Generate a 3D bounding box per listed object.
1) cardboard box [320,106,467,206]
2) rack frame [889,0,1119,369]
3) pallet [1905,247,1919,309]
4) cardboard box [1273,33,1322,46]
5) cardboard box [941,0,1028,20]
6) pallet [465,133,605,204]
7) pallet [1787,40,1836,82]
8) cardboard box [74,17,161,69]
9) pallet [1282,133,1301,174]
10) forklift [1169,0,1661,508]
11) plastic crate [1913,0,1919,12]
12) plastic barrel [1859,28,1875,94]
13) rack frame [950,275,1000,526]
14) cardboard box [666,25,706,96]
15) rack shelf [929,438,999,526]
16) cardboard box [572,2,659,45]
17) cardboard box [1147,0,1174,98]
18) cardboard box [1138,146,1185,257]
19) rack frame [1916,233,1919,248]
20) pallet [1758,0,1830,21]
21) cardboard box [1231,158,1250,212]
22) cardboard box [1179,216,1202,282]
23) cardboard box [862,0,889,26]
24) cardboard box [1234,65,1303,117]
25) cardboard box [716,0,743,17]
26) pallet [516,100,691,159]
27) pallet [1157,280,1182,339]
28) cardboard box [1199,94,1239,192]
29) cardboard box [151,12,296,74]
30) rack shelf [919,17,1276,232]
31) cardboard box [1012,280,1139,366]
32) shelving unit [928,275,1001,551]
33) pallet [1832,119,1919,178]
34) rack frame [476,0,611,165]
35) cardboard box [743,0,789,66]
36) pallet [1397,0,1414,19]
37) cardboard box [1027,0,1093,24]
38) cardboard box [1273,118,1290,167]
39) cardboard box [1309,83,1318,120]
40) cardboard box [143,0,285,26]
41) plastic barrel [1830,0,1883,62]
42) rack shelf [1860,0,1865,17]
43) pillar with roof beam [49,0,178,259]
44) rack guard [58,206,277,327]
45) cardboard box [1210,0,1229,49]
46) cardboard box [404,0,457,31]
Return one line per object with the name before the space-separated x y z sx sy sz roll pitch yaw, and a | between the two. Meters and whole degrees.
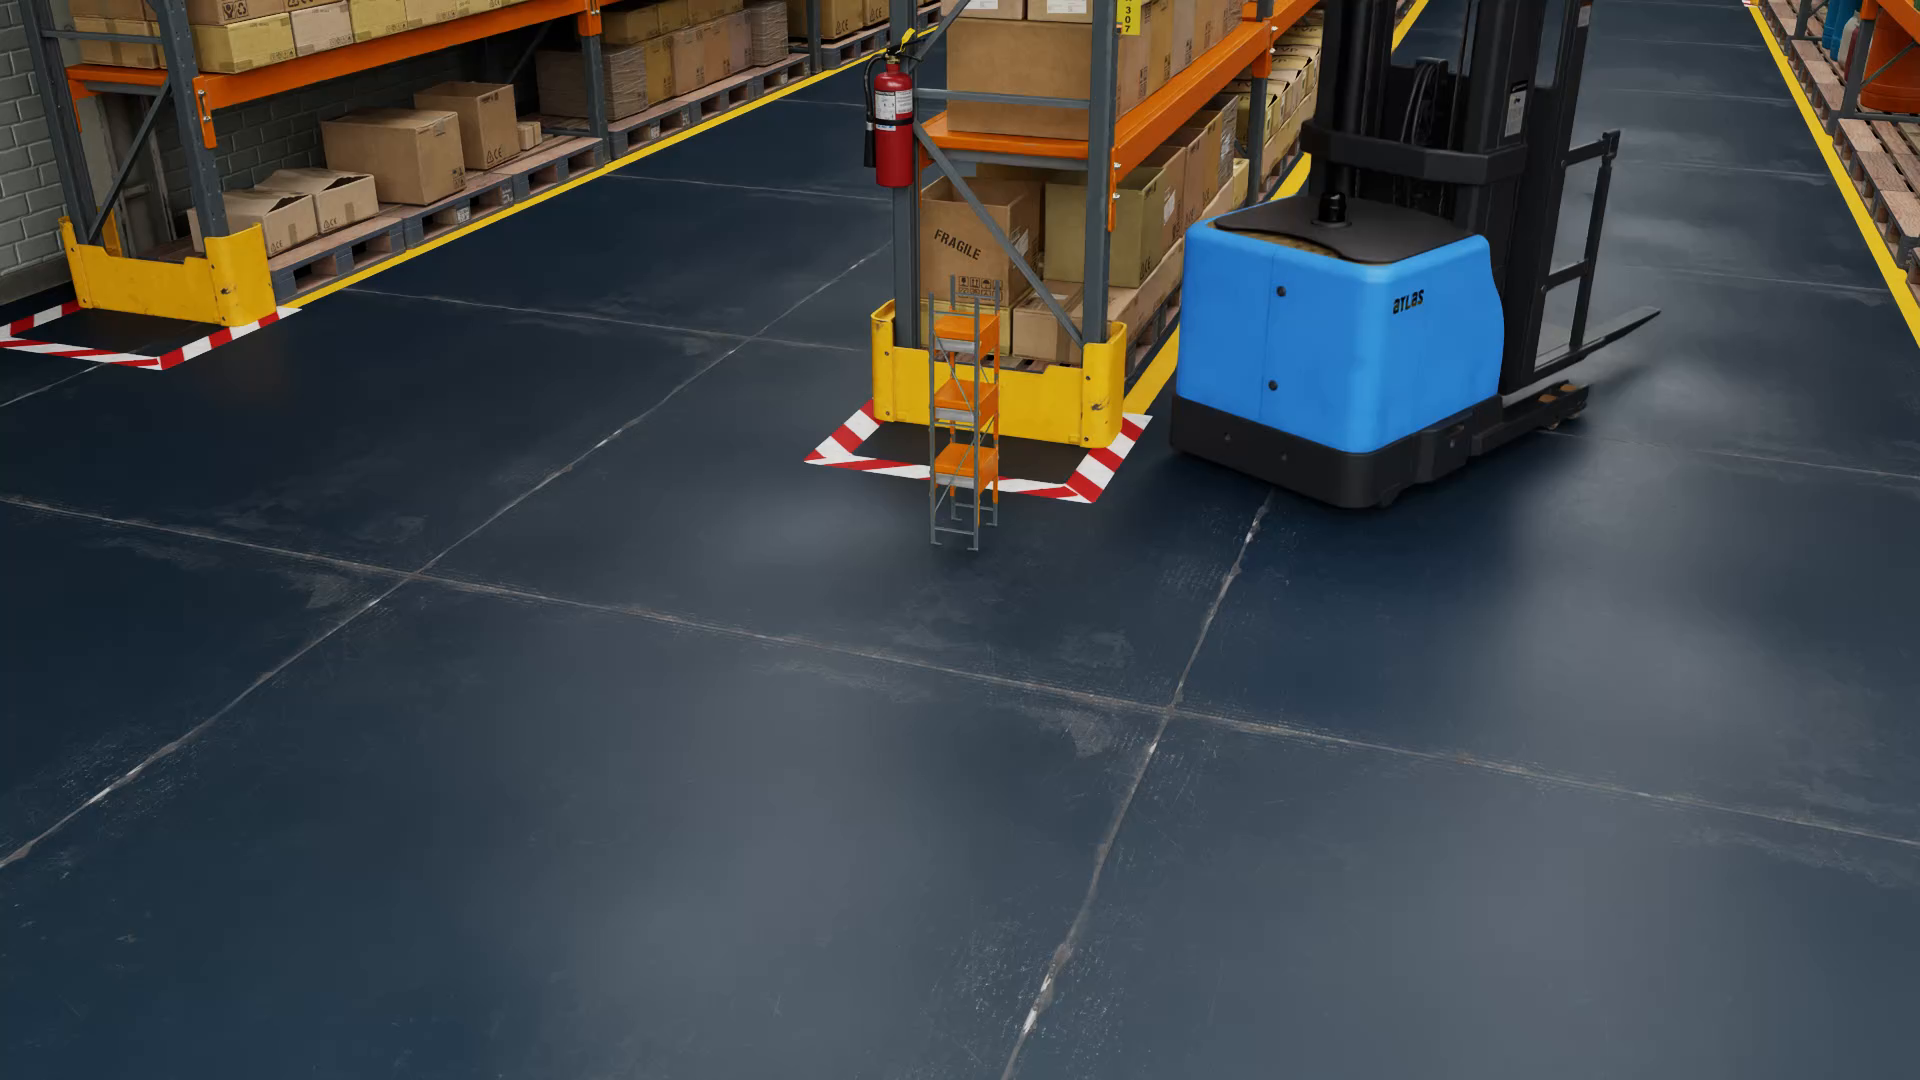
cardboard box | -3.693 -2.516 10.868 0.700 0.500 0.500 7 27 14
rack frame | 0.183 -1.926 7.286 1.000 3.000 0.127 9 27 17
pallet | 5.921 -1.325 9.245 1.003 0.211 1.213 9 27 17
cardboard box | 2.736 -3.952 13.500 0.500 0.311 0.500 8 27 17
cardboard box | 0.131 -2.448 7.505 0.380 0.149 0.250 8 27 17
pallet | -3.349 -2.751 12.189 1.003 0.211 1.213 9 27 17
pallet | 8.550 -4.572 15.950 1.003 0.211 1.213 9 27 17
cardboard box | -4.517 -2.805 9.250 0.500 0.250 0.500 9 27 18
pallet | 2.127 -3.126 12.965 1.003 0.211 1.213 9 27 17
forklift | 2.359 -1.984 7.484 3.031 2.935 1.130 -22 34 -38
plastic crate | 6.497 -3.511 10.803 0.450 0.188 0.662 9 27 17
plastic barrel | 7.765 -4.012 13.967 0.421 0.512 0.421 0 26 0
rack frame | 0.058 -0.545 6.670 0.200 1.050 0.008 9 27 17
cardboard box | -2.597 -4.088 14.115 0.700 0.500 0.500 9 27 18
rack shelf | 0.018 -0.235 6.692 0.215 0.259 0.240 9 27 17
cardboard box | -2.786 -4.184 13.452 0.500 0.250 0.500 8 27 16
cardboard box | 0.691 -2.581 8.524 0.700 0.500 0.500 9 27 18
cardboard box | 0.890 -1.816 8.872 0.500 0.500 0.500 9 27 17
rack frame | 6.184 -2.850 9.195 1.000 3.000 0.127 9 27 17
pallet | 9.866 -6.193 19.299 1.003 0.211 1.213 9 27 17
cardboard box | 1.566 -2.299 10.730 0.500 0.250 0.500 9 27 17
cardboard box | 1.072 -1.682 9.455 0.500 0.250 0.500 9 27 17
cardboard box | -1.161 -5.794 17.260 0.750 0.750 0.750 9 27 17
cardboard box | 2.229 -3.325 12.206 0.500 0.311 0.500 8 27 16
cardboard box | -2.267 -4.813 14.751 0.500 0.250 0.500 9 27 18
pallet | -2.901 -3.352 13.431 1.003 0.211 1.213 9 27 17
pallet | 0.806 -1.491 9.588 1.003 0.211 1.213 9 27 17
cardboard box | 1.389 -2.433 10.146 0.500 0.500 0.500 9 27 17
cardboard box | -4.028 -2.739 9.114 0.500 0.250 0.500 8 27 16
rack shelf | 0.849 -2.424 9.141 1.077 0.370 4.000 9 27 17
cardboard box | 0.571 -1.066 8.183 0.500 0.250 0.500 9 27 17
shelving unit | 0.018 -0.495 6.567 0.215 1.050 0.252 9 27 17
pallet | 7.221 -2.926 12.551 1.003 0.211 1.213 9 27 17
rack frame | -3.158 -4.287 12.162 1.000 3.000 0.127 9 27 17
cardboard box | -2.018 -4.700 15.379 0.700 0.500 0.500 9 27 18
pallet | 4.810 -6.388 19.701 1.003 0.211 1.213 9 27 17
cardboard box | 0.517 -2.393 7.392 0.380 0.149 0.250 9 27 17
cardboard box | 2.053 -2.861 11.891 0.500 0.250 0.500 9 27 19
cardboard box | 2.562 -3.495 13.200 0.500 0.250 0.500 9 27 19
cardboard box | -4.047 -3.075 8.947 0.500 0.500 0.500 9 27 18
plastic barrel | 8.413 -4.870 15.293 0.600 0.901 0.708 9 27 17
rack shelf | 8.181 -4.992 14.444 1.077 0.370 4.000 9 27 17
pillar with roof beam | -1.013 -5.132 7.023 9.100 9.000 0.400 9 27 17
rack guard | -4.464 -1.549 9.376 1.175 0.500 0.348 9 27 17
cardboard box | 1.203 -3.214 9.831 0.700 0.500 0.500 8 27 17
cardboard box | -3.523 -3.370 10.418 0.500 0.250 0.500 9 27 18
